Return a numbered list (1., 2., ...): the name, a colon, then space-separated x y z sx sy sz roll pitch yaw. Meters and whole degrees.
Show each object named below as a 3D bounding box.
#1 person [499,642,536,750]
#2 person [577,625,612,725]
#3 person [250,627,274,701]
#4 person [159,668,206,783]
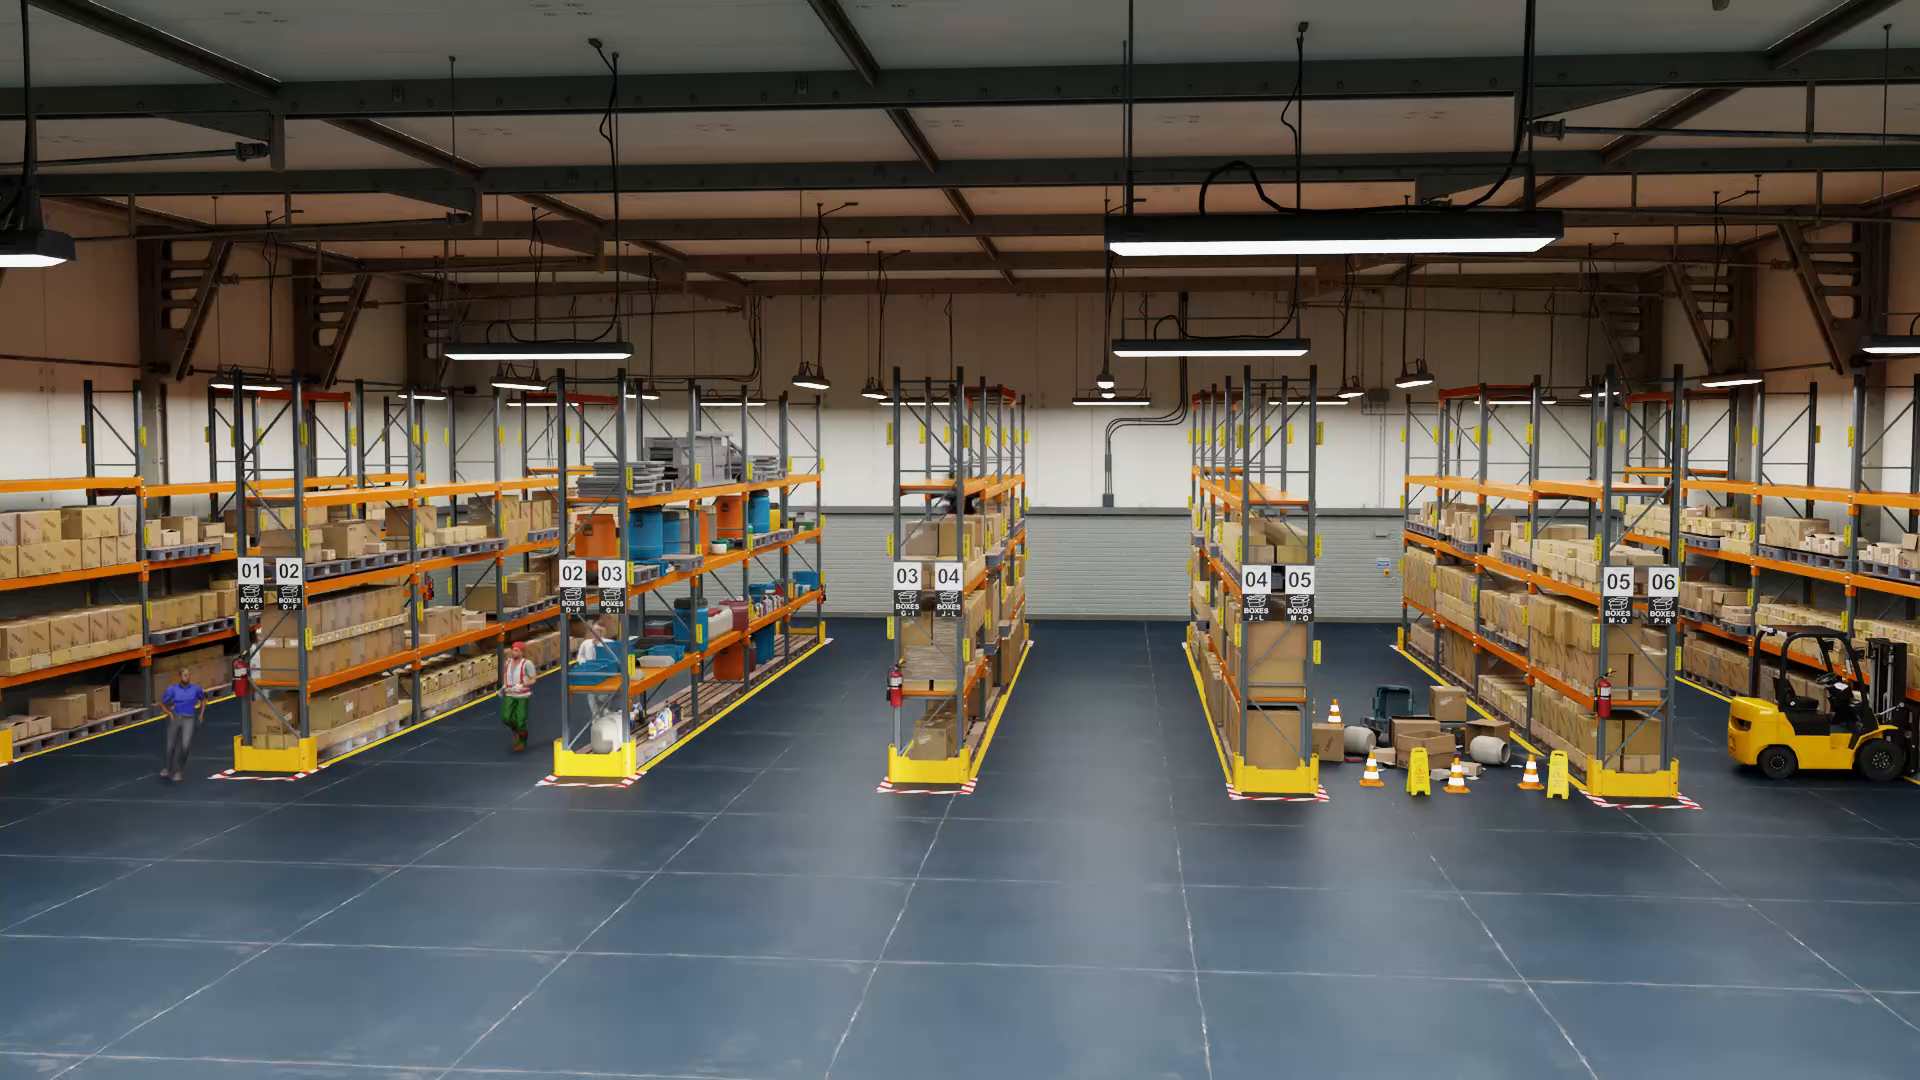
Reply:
1. person: -7.057 2.487 26.418 0.652 1.744 0.589 1 4 13
2. person: -6.321 2.338 28.908 0.705 1.727 0.661 0 4 0
3. person: -11.897 2.351 28.402 0.635 1.735 0.650 0 4 -3
4. person: -11.357 2.693 24.290 0.658 1.661 0.665 -2 4 -26
